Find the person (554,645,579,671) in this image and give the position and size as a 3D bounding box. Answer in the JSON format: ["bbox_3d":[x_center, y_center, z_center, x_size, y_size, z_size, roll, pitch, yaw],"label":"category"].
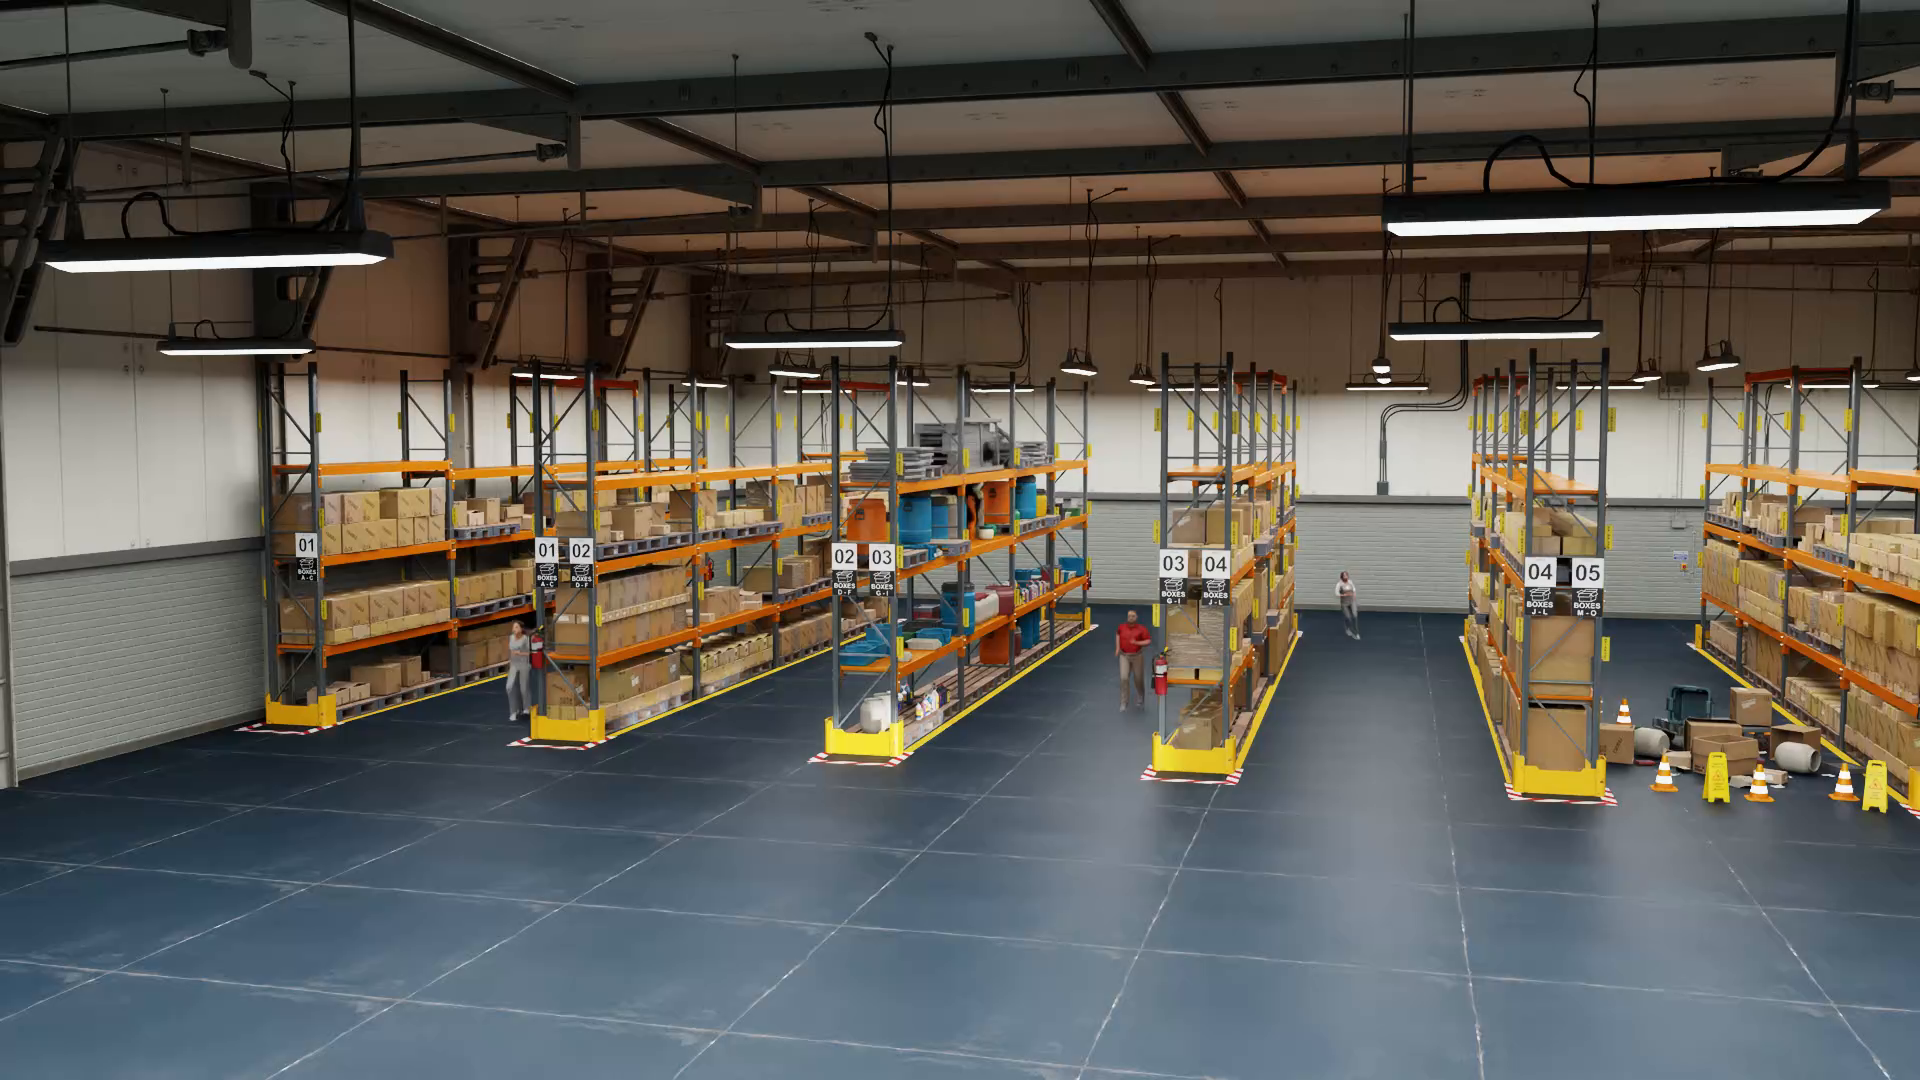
[{"bbox_3d":[-7.078,2.006,30.239,0.710,1.776,0.951,1,4,11],"label":"person"}]

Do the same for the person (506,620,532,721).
[{"bbox_3d":[-7.413,2.216,28.117,0.555,1.739,0.754,1,4,12],"label":"person"}]

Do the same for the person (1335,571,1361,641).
[{"bbox_3d":[8.952,1.534,38.585,0.580,1.600,0.675,0,4,-4],"label":"person"}]

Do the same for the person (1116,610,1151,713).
[{"bbox_3d":[3.004,2.074,28.932,0.665,1.726,0.987,1,4,18],"label":"person"}]
